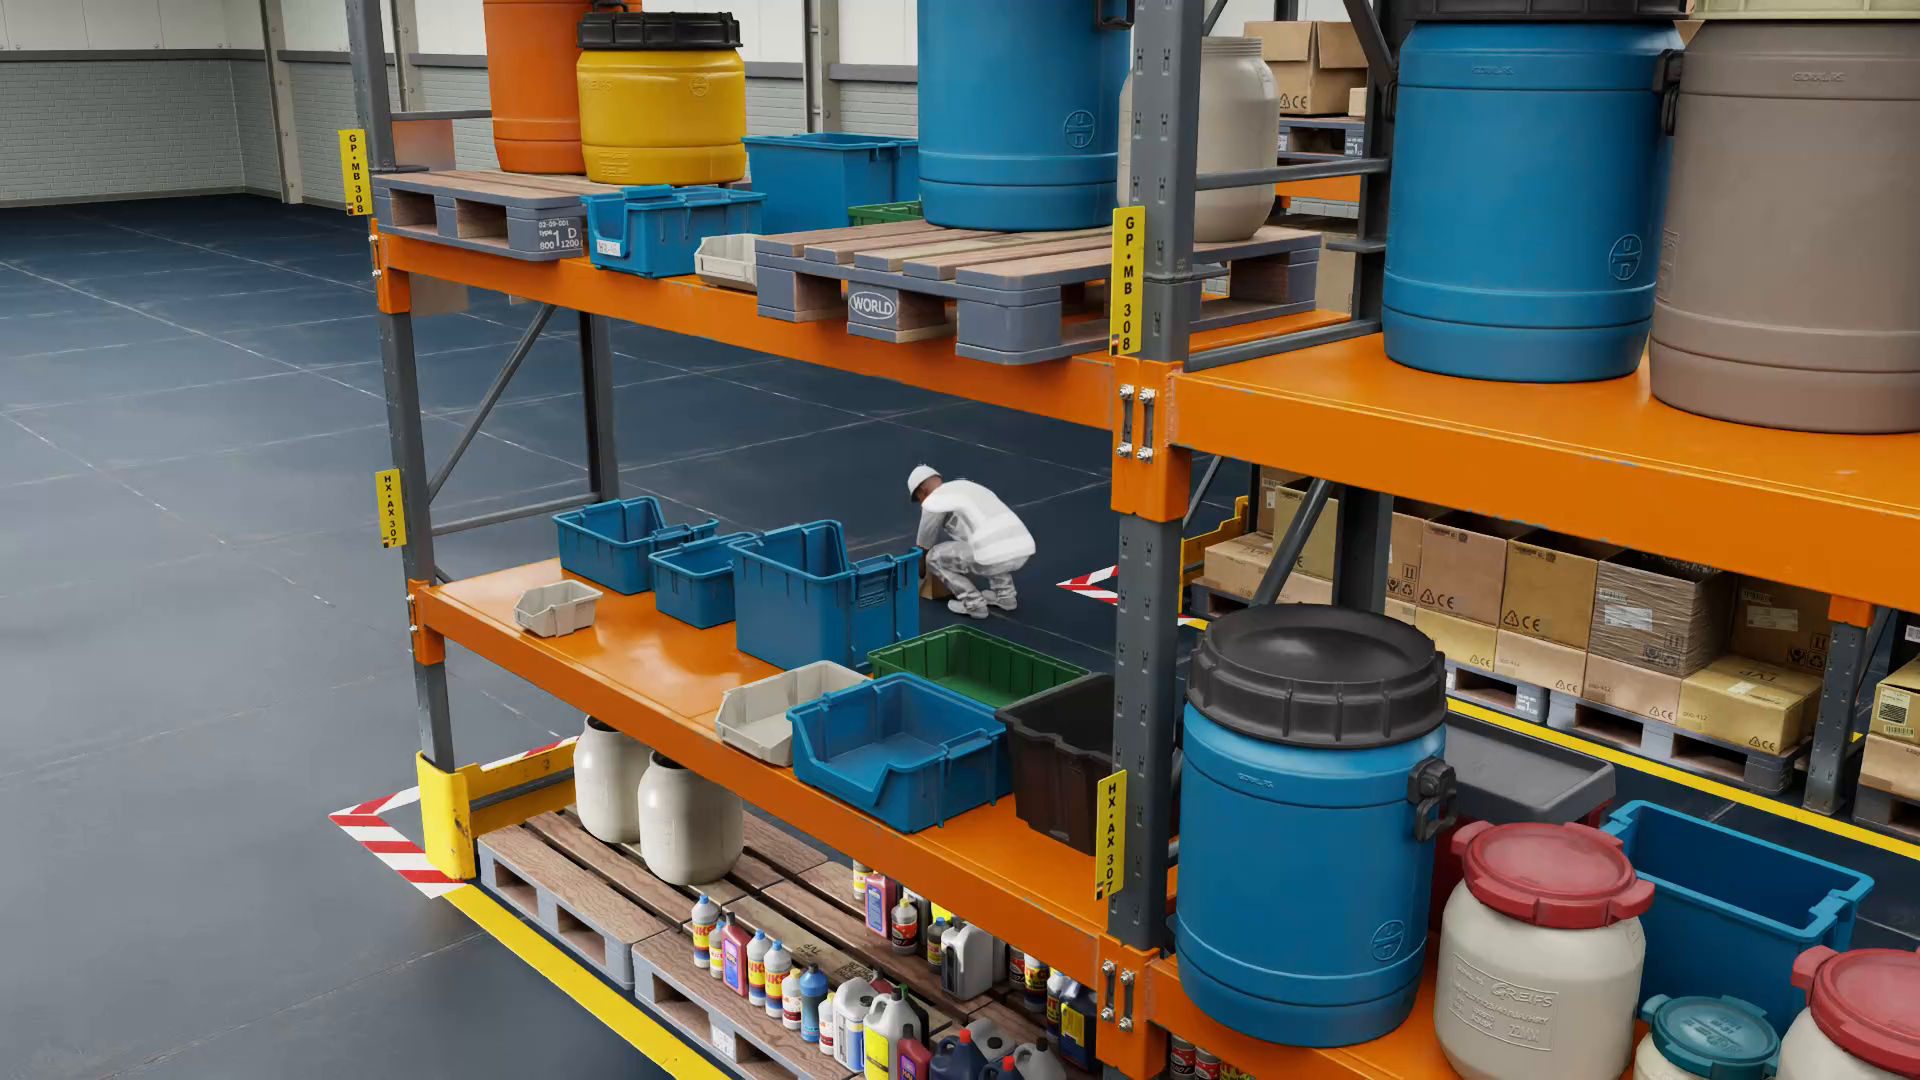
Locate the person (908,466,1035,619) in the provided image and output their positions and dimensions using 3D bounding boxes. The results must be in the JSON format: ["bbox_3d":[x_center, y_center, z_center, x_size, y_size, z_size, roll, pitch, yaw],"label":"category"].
[{"bbox_3d":[0.037,0.016,10.566,0.576,0.883,0.909,-15,23,-41],"label":"person"}]
